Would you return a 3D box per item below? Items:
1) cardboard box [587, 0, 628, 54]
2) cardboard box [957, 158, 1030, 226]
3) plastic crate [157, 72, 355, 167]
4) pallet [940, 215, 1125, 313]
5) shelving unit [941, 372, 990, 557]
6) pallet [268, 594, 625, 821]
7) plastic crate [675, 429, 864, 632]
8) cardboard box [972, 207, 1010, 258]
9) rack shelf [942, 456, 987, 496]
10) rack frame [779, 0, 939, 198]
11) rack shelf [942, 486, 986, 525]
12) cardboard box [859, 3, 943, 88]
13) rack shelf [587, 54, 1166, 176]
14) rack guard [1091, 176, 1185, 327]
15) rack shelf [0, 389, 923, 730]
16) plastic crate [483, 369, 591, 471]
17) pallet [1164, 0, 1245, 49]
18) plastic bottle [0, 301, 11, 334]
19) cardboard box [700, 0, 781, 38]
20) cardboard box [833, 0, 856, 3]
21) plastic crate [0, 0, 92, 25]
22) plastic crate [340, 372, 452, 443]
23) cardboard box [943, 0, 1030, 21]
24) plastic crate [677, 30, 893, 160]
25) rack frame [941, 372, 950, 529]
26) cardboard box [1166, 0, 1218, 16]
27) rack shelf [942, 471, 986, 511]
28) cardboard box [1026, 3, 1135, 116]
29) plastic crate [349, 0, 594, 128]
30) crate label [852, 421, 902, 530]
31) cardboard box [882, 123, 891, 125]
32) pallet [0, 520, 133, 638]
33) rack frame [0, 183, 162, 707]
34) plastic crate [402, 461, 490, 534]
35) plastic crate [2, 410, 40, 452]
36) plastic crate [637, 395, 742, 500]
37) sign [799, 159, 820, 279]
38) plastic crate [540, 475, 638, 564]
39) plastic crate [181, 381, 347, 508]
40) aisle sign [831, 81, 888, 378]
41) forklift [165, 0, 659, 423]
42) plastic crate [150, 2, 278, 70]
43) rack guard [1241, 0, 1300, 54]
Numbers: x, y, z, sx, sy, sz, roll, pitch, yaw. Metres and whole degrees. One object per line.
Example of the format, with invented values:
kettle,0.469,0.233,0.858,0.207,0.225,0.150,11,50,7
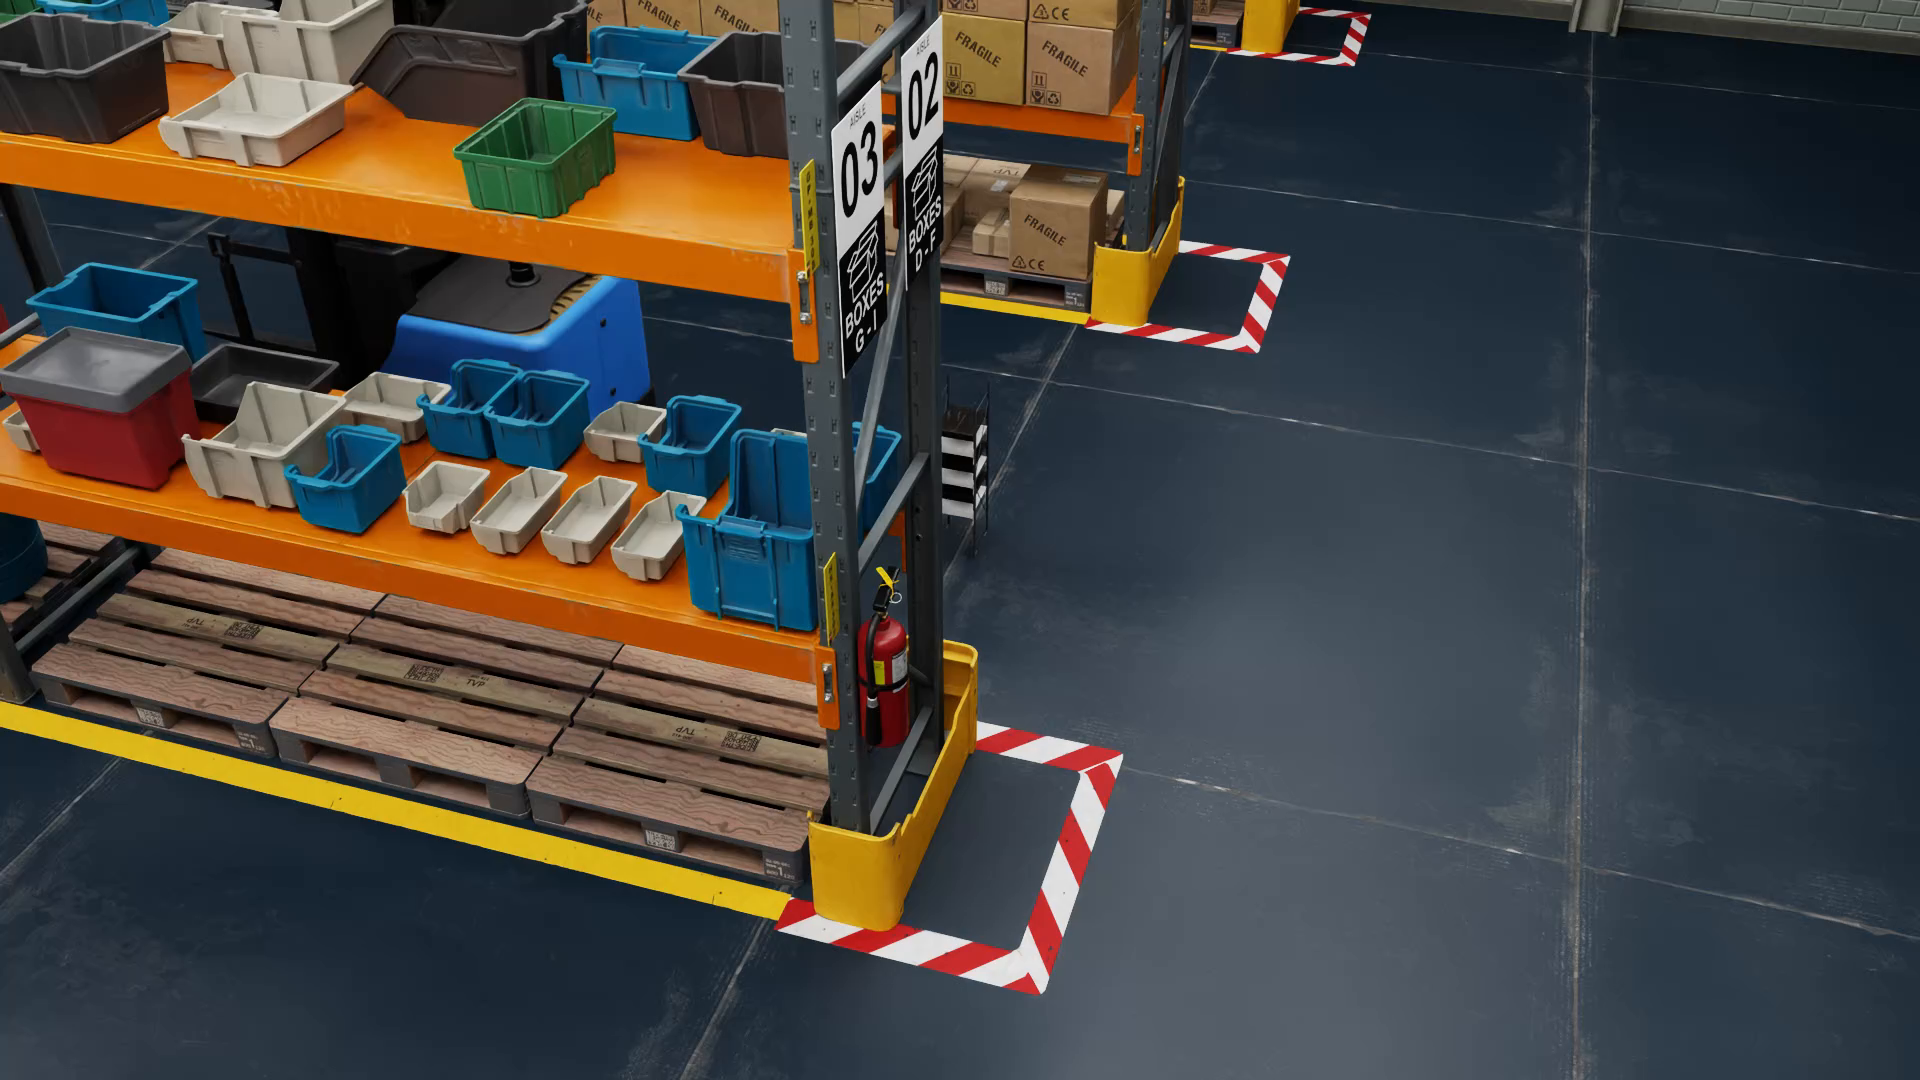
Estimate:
cardboard box,-2.207,-3.356,10.379,0.500,0.500,0.500,11,38,15
cardboard box,0.294,-2.267,10.934,0.500,0.250,0.500,10,38,14
plastic crate,-2.321,-1.377,5.468,0.530,0.136,0.437,10,38,14
pallet,0.372,-1.883,10.816,1.213,0.211,1.003,10,38,14
shelving unit,0.008,-0.361,8.166,0.210,0.900,0.258,10,38,14
pallet,-2.211,0.688,7.322,1.213,0.211,1.003,10,38,14
plastic crate,-0.650,-0.043,5.882,0.499,0.435,0.616,10,38,14
cardboard box,0.254,-1.968,10.597,0.250,0.166,0.380,10,38,14
rack shelf,0.008,-0.334,8.186,0.200,0.077,0.258,10,38,14
rack frame,-0.275,-2.467,4.195,0.127,3.000,1.000,10,38,14
rack shelf,0.008,-0.189,8.293,0.200,0.077,0.258,10,38,14
cardboard box,-0.274,-2.999,9.895,0.500,0.500,0.500,11,38,14
rack shelf,-0.703,-2.916,10.474,4.000,0.370,1.077,10,38,14
rack guard,1.133,-1.859,10.540,0.348,0.500,1.175,10,38,14
rack shelf,-2.184,-0.115,6.667,4.000,0.370,1.077,10,38,14
plastic crate,-1.669,-0.470,6.634,0.300,0.233,0.416,10,38,14
pallet,1.893,-4.630,14.548,1.213,0.211,1.003,10,38,14
plastic bottle,-4.316,-1.017,7.385,0.133,0.283,0.061,10,38,14
cardboard box,-1.241,-3.177,10.137,0.500,0.500,0.500,10,38,14
cardboard box,-0.770,-3.487,9.715,0.500,0.500,0.500,12,38,15
plastic crate,-3.598,-1.977,6.238,0.662,0.188,0.450,10,38,14
plastic crate,-2.341,-0.538,6.807,0.466,0.136,0.293,10,38,14
cardboard box,0.216,-3.308,9.471,0.500,0.500,0.500,12,38,15
plastic crate,-0.559,-1.432,5.430,0.590,0.269,0.497,10,38,14
rack frame,-0.089,-0.379,8.191,0.006,0.900,0.240,10,38,14
cardboard box,1.981,-4.886,14.297,0.500,0.500,0.700,10,38,14
rack shelf,0.008,-0.262,8.239,0.200,0.077,0.258,10,38,14
cardboard box,0.697,-2.818,9.649,0.500,0.500,0.500,12,38,15
plastic crate,-1.651,-1.659,5.681,0.767,0.338,0.504,10,38,14
crate label,-0.412,-0.237,6.318,0.303,0.233,0.416,10,38,14
cardboard box,-0.817,-2.402,10.903,0.637,0.503,0.797,10,38,14
pallet,-4.817,0.205,7.978,1.213,0.211,1.003,10,38,14
rack frame,-4.093,-0.758,6.934,0.127,3.000,1.000,10,38,14
plastic crate,-1.941,-0.147,6.276,0.250,0.136,0.298,10,38,14
plastic crate,-3.691,-0.513,6.773,0.243,0.136,0.396,10,38,14
plastic crate,-1.041,-0.354,6.476,0.300,0.233,0.416,10,38,14
sign,-0.423,-0.903,4.689,0.005,0.325,0.100,10,38,14
plastic crate,-1.380,-0.070,6.171,0.243,0.136,0.396,10,38,14
plastic crate,-2.690,-0.360,6.443,0.530,0.282,0.437,10,38,14
aisle sign,-0.293,-0.919,4.960,0.004,0.787,0.394,10,38,14
forklift,-3.226,-1.812,8.424,3.031,2.935,1.130,12,38,16
plastic crate,-2.765,-1.850,6.110,0.466,0.136,0.293,10,38,14
rack guard,2.702,-4.645,14.324,0.348,0.500,1.175,10,38,14
